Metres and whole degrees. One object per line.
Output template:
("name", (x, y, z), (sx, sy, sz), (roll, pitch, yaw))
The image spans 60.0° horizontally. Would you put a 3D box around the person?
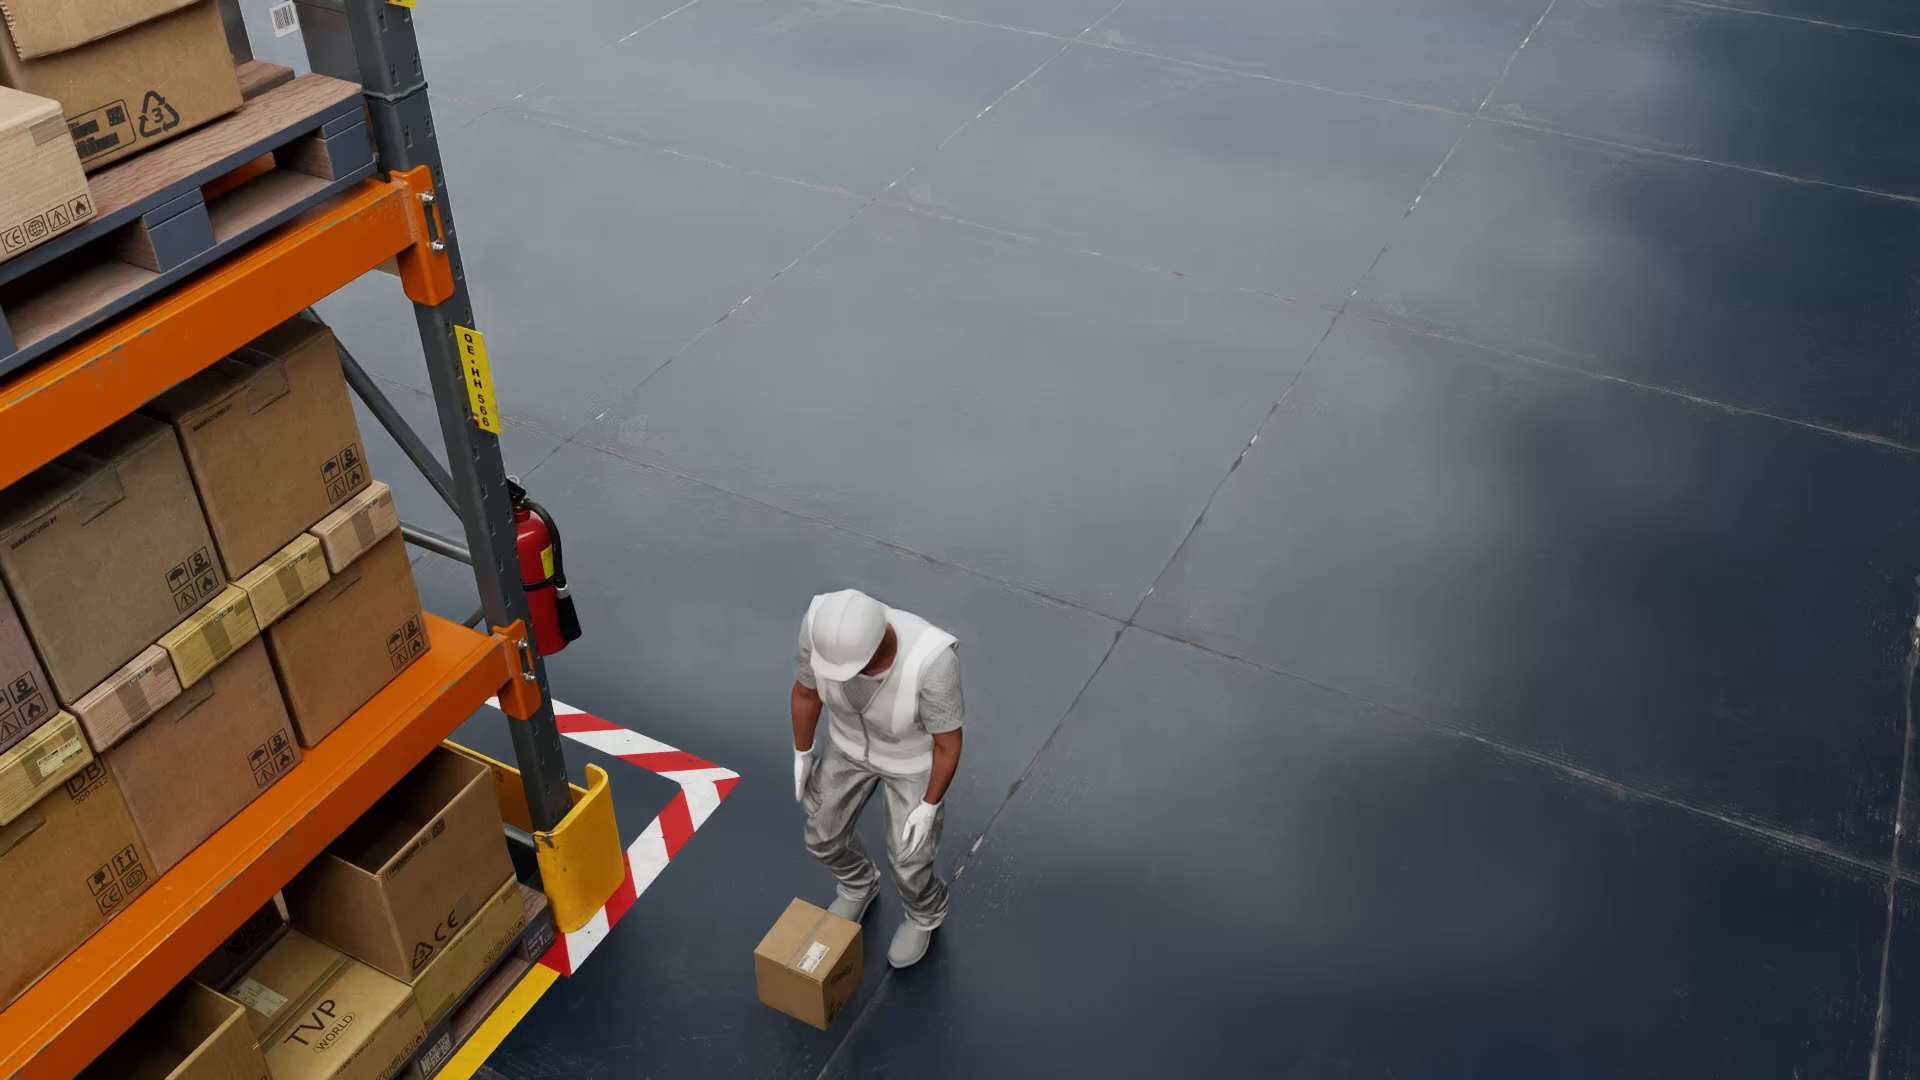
("person", (-0.246, 0.721, 5.316), (0.594, 1.644, 0.584), (18, 41, 22))
